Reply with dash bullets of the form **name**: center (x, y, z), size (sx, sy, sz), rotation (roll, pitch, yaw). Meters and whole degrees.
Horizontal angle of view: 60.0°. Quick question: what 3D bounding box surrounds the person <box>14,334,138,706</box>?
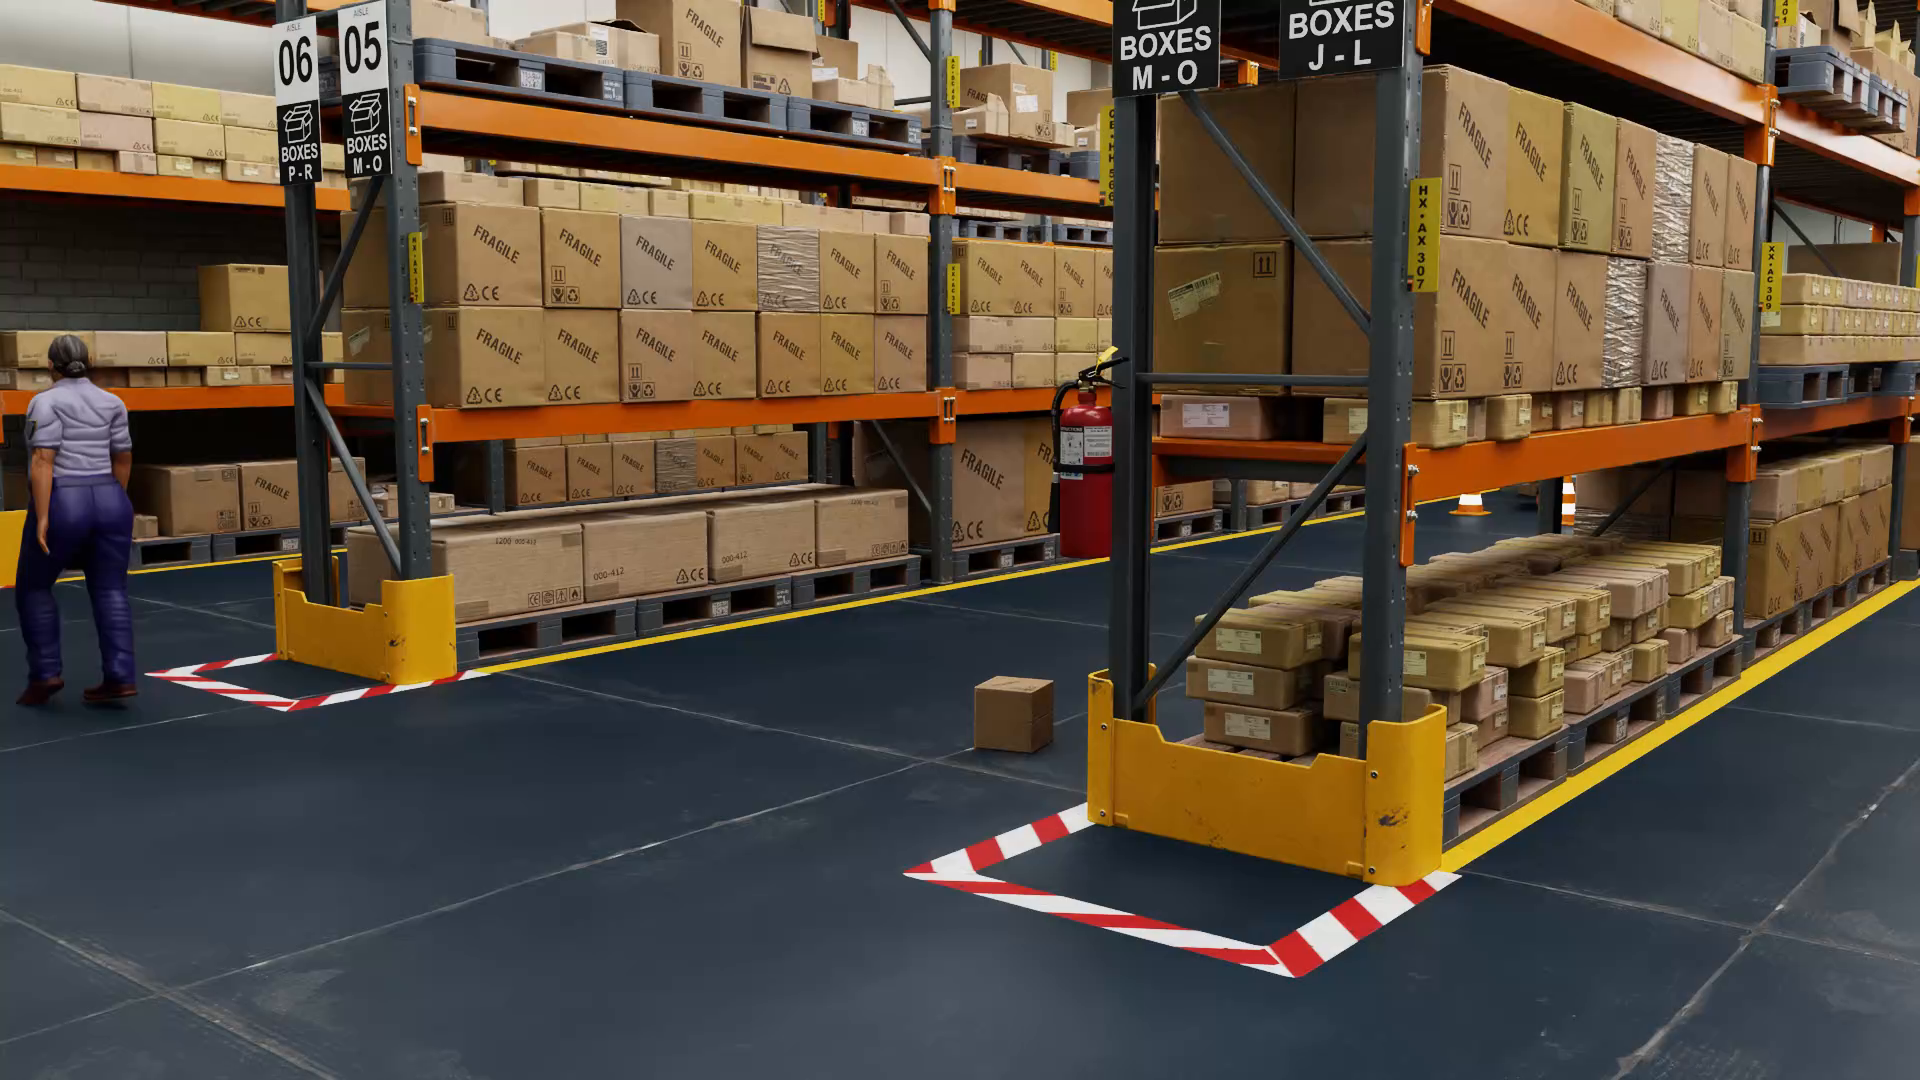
- **person**: center (-3.955, -0.063, 7.473), size (0.594, 1.715, 0.519), rotation (5, 8, 34)
